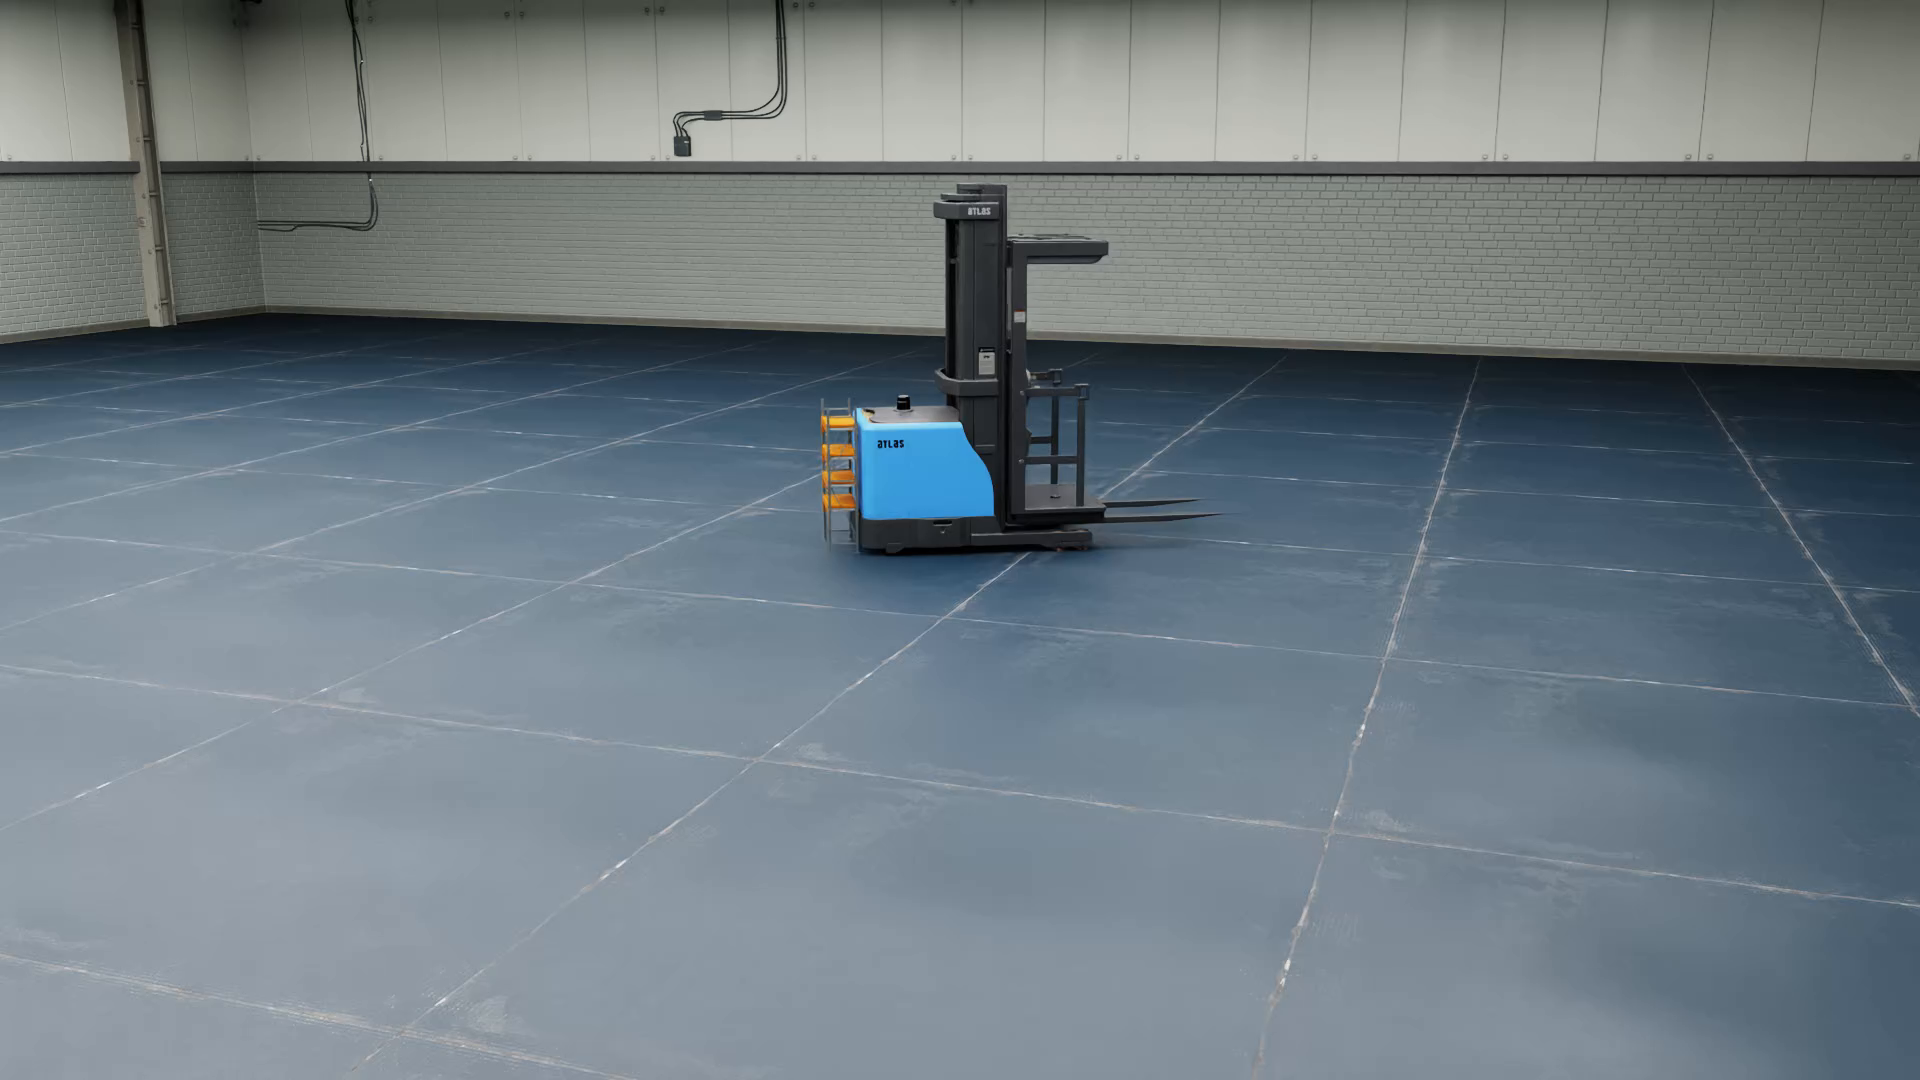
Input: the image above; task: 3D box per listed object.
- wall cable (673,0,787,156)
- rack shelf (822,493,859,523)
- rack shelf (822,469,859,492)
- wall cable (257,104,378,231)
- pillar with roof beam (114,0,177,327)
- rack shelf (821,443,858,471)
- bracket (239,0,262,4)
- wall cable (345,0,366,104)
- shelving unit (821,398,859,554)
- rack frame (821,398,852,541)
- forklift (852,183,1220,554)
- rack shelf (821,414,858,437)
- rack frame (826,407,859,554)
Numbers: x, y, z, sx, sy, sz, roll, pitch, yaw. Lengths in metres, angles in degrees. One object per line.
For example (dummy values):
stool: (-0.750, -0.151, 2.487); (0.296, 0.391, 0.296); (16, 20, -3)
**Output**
wall cable: (-4.242, -10.035, 30.088); (2.305, 6.003, 0.169); (4, 14, 18)
rack shelf: (-0.983, -0.268, 13.660); (0.258, 0.148, 0.480); (-2, 13, -9)
rack shelf: (-0.983, -0.462, 13.616); (0.258, 0.148, 0.480); (-2, 13, -9)
wall cable: (-13.220, -7.550, 33.821); (3.097, 2.526, 0.112); (4, 14, 18)
pillar with roof beam: (-11.351, -8.229, 29.817); (9.100, 9.000, 0.548); (4, 14, 18)
rack shelf: (-0.983, -0.680, 13.566); (0.258, 0.148, 0.480); (-2, 13, -9)
bracket: (-14.187, -10.854, 33.232); (0.235, 0.232, 0.430); (4, 14, 18)
wall cable: (-10.660, -9.817, 32.406); (3.097, 2.526, 0.112); (4, 14, 18)
shelving unit: (-0.983, -0.527, 13.601); (0.258, 1.200, 0.503); (-2, 13, -9)
rack frame: (-1.024, -0.581, 13.836); (0.240, 1.200, 0.015); (-2, 13, -9)
forklift: (0.639, -1.452, 13.761); (3.031, 2.935, 1.130); (-2, 13, -9)
rack shelf: (-0.983, -0.910, 13.514); (0.258, 0.148, 0.480); (-2, 13, -9)
rack frame: (-0.943, -0.474, 13.367); (0.240, 1.200, 0.015); (-2, 13, -9)
